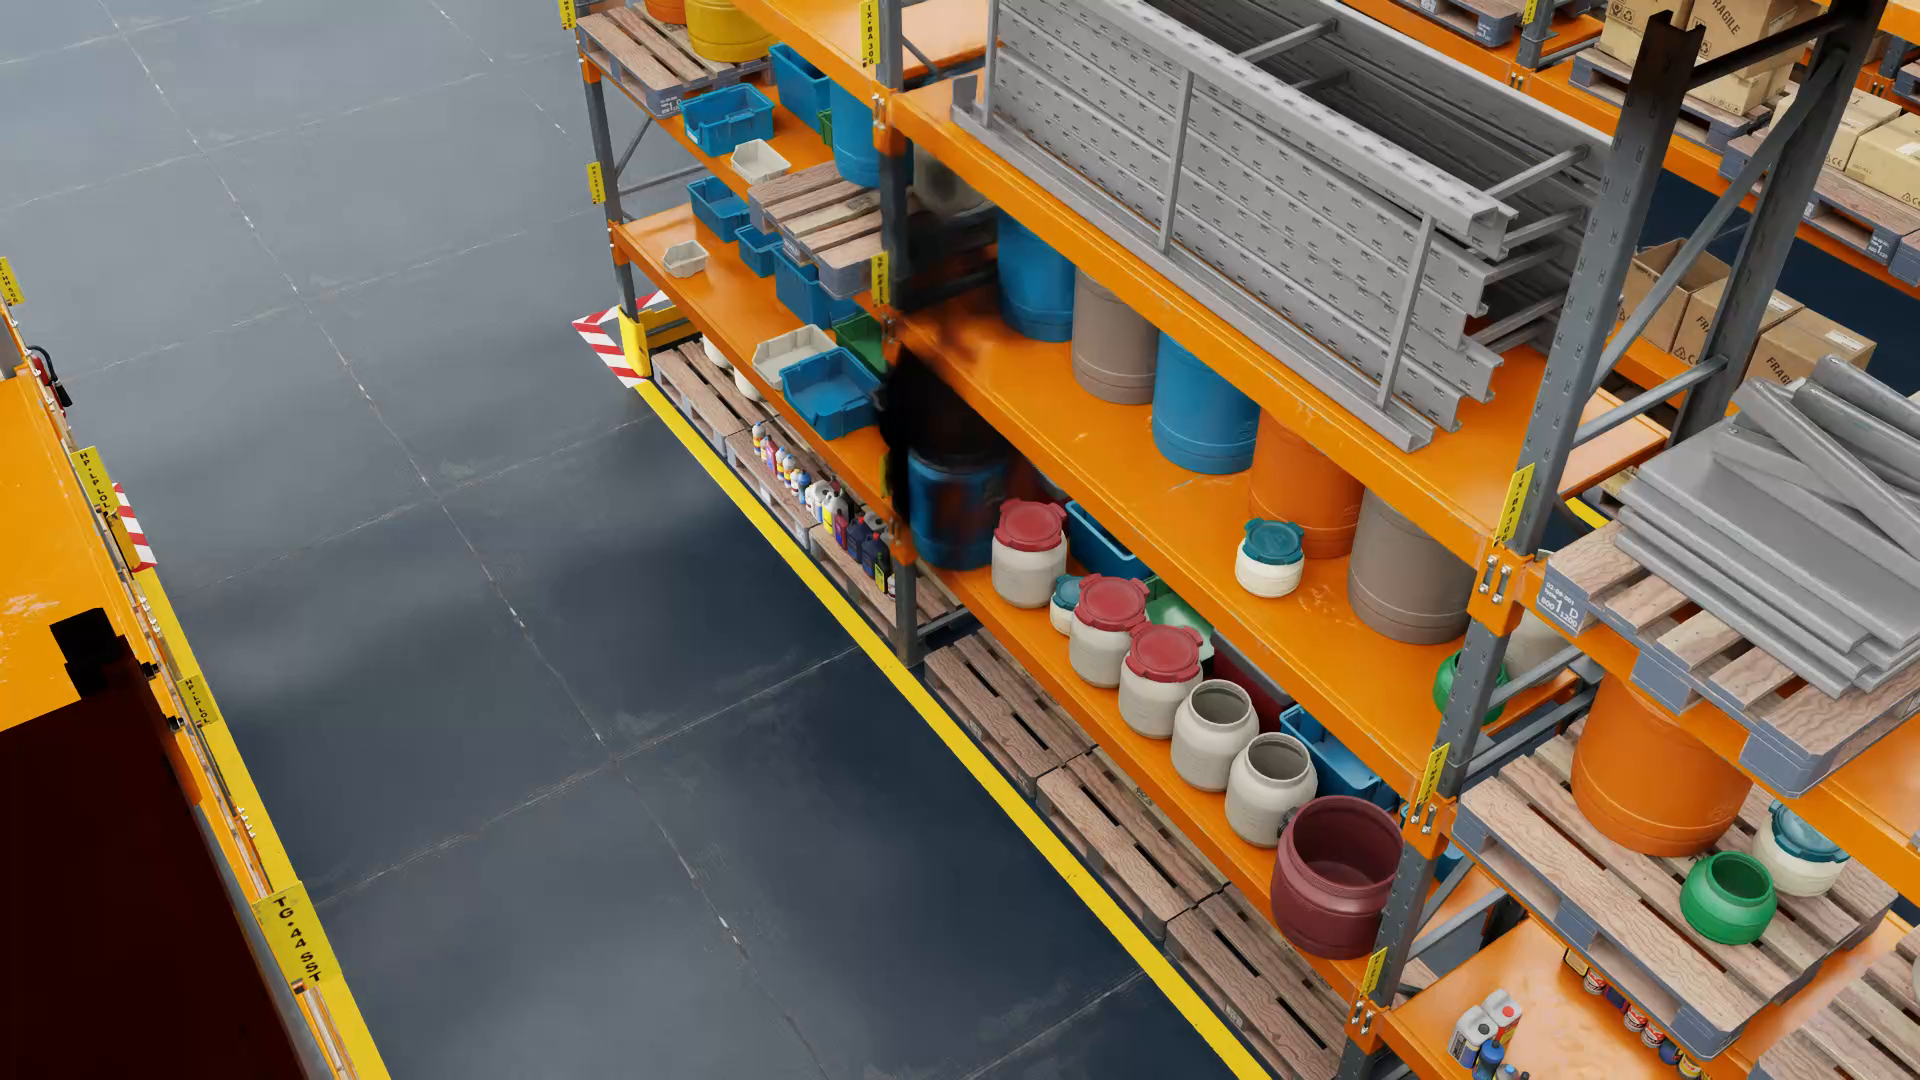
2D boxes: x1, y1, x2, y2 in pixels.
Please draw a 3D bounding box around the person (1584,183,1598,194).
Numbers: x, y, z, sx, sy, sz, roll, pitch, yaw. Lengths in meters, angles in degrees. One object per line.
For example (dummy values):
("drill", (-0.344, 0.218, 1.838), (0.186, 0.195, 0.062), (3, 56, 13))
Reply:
("person", (5.123, -2.766, 13.495), (0.756, 1.743, 0.711), (34, 52, 31))
